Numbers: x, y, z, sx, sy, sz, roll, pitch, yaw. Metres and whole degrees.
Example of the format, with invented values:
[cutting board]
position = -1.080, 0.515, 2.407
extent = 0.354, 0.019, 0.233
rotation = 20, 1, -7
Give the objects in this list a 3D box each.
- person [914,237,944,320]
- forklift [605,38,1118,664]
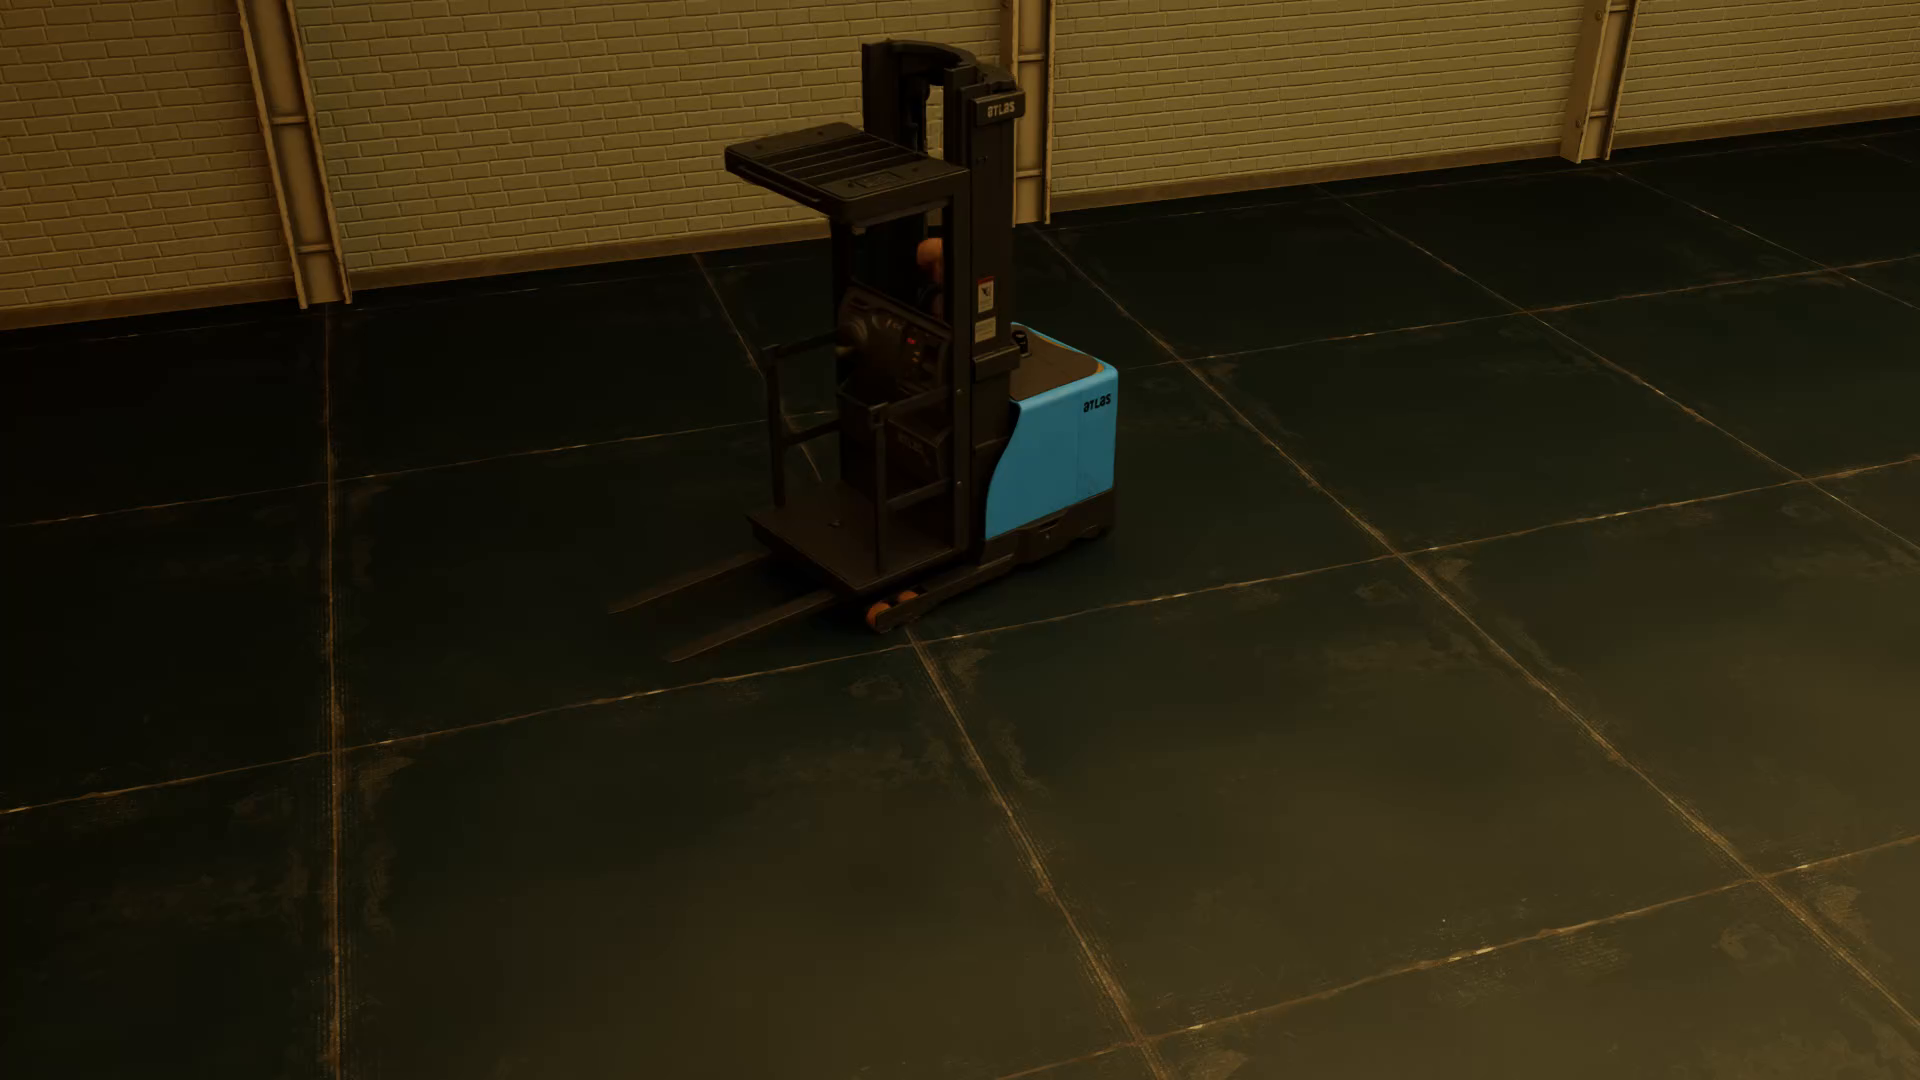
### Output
[person]
position = -0.026, -0.925, 9.476
extent = 0.422, 1.683, 0.546
rotation = -10, 31, -16
[forklift]
position = -0.529, -1.054, 8.919
extent = 3.031, 2.935, 1.130
rotation = -22, 37, -33
